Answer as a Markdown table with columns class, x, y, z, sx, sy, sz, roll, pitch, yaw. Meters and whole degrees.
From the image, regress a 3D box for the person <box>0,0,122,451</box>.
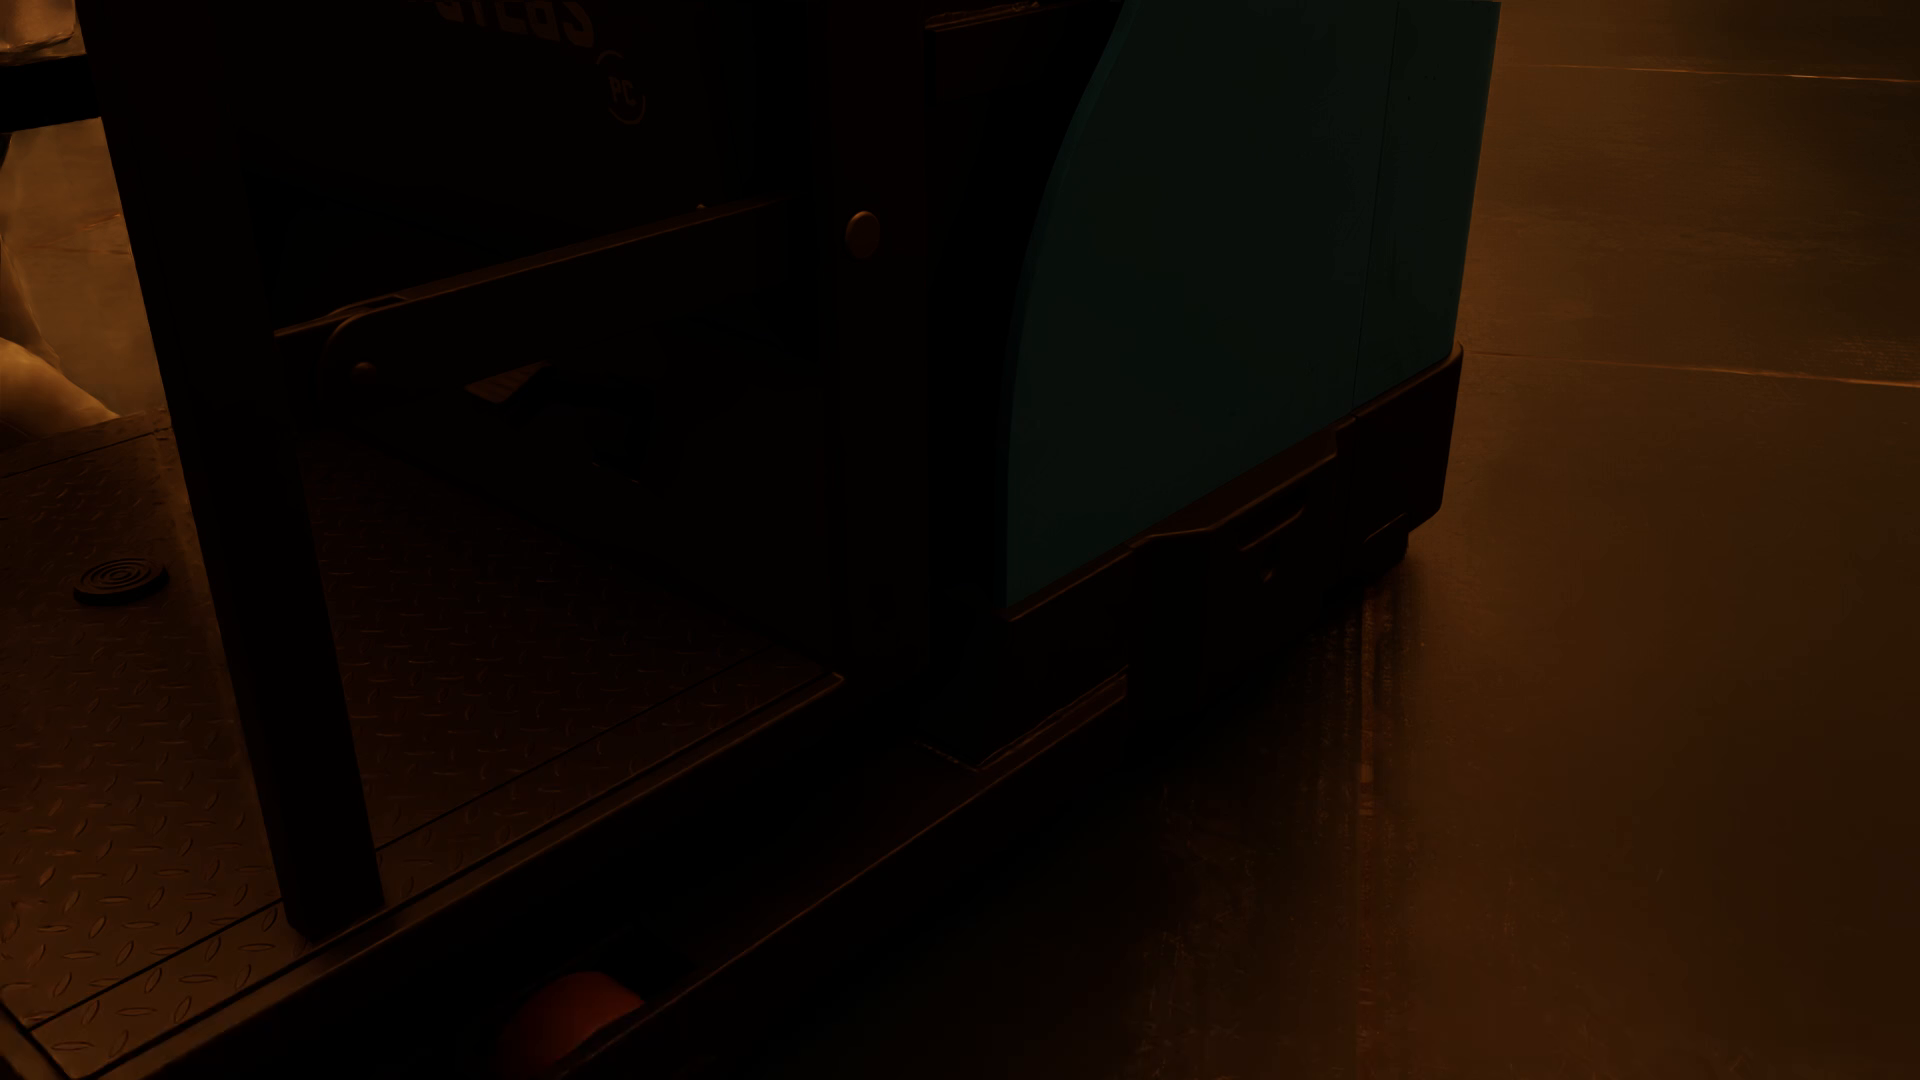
| class | x | y | z | sx | sy | sz | roll | pitch | yaw |
| --- | --- | --- | --- | --- | --- | --- | --- | --- | --- |
| person | -1.349 | -0.709 | 2.166 | 0.838 | 1.585 | 0.914 | -3 | 27 | -6 |

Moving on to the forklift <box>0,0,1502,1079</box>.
| class | x | y | z | sx | sy | sz | roll | pitch | yaw |
| --- | --- | --- | --- | --- | --- | --- | --- | --- | --- |
| forklift | -0.638 | -0.959 | 1.146 | 1.130 | 2.935 | 3.031 | 22 | 34 | 36 |
